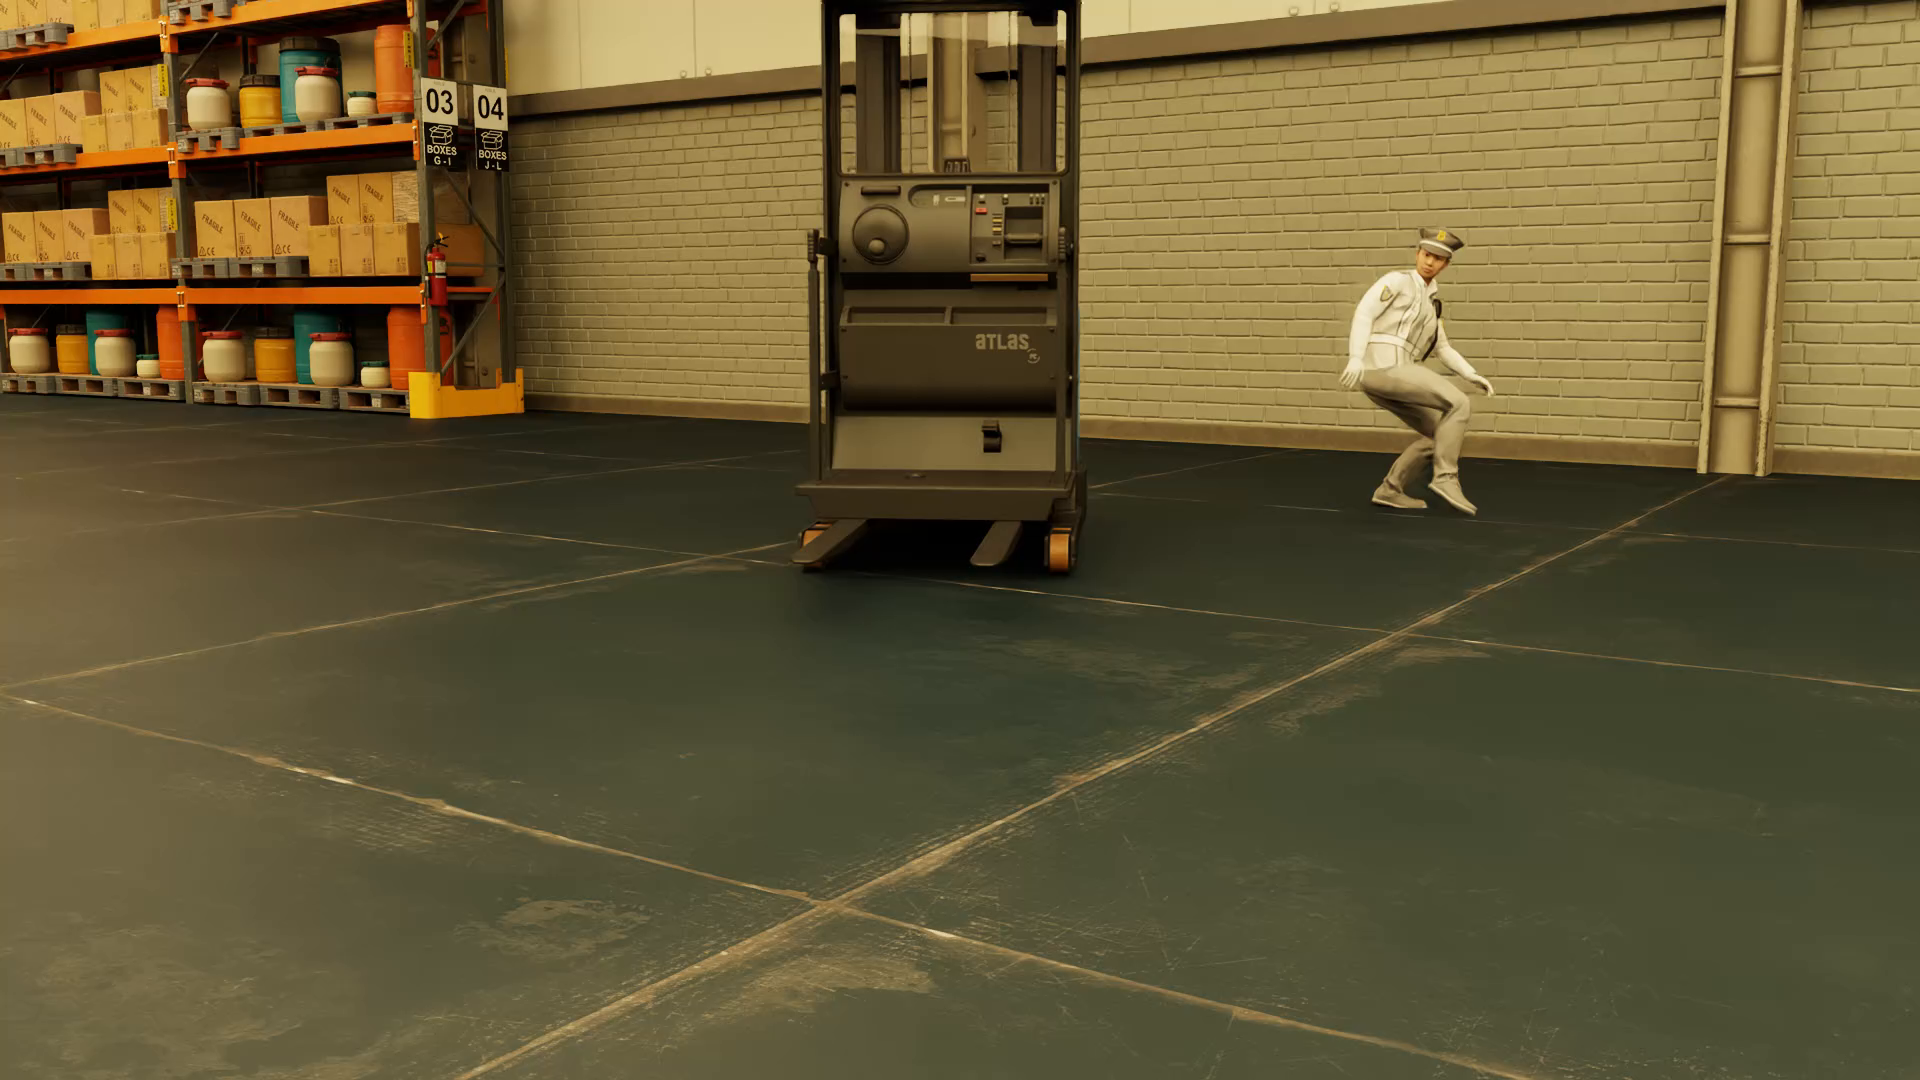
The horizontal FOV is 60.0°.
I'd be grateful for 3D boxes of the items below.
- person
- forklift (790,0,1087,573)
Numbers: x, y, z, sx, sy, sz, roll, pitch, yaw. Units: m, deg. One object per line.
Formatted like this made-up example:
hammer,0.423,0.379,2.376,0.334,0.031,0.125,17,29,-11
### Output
person,2.366,-0.859,8.532,0.689,1.477,0.706,4,9,26
forklift,-0.064,-1.366,6.796,1.130,2.935,3.031,1,8,6
